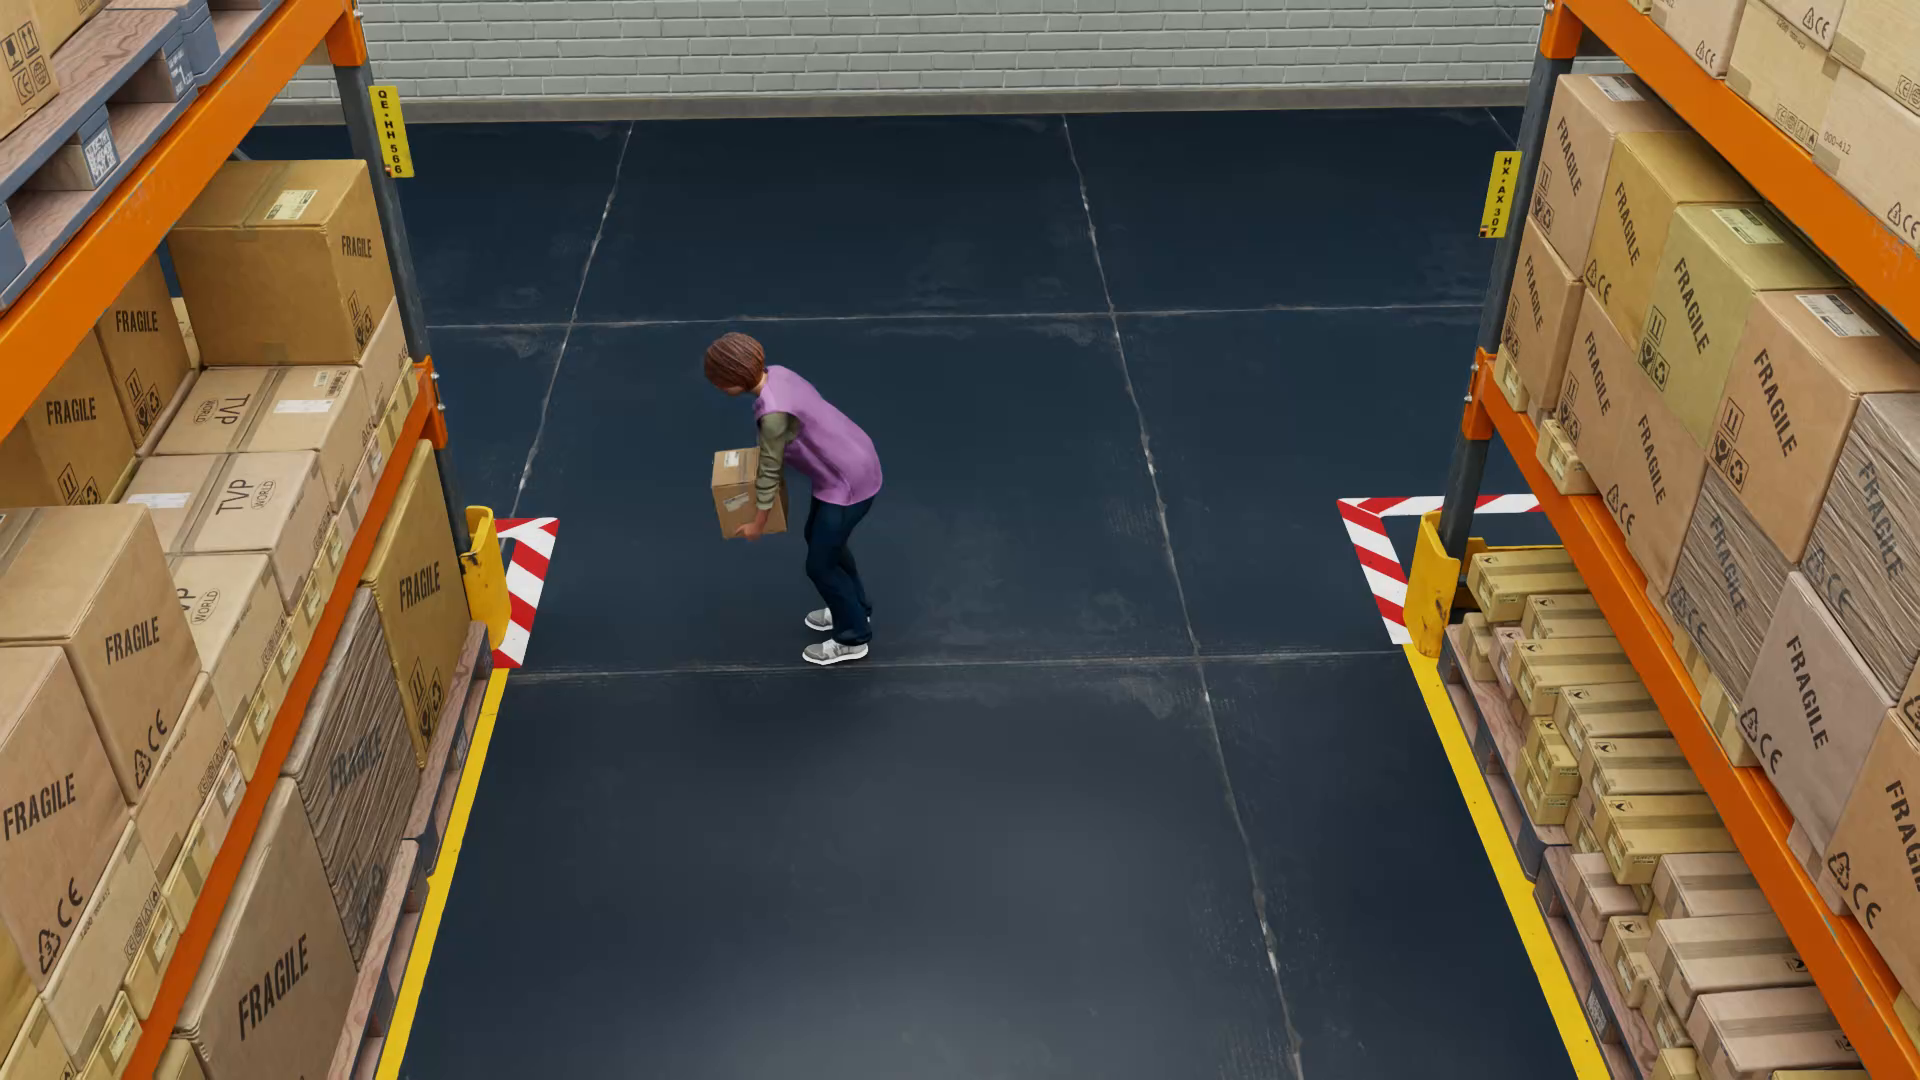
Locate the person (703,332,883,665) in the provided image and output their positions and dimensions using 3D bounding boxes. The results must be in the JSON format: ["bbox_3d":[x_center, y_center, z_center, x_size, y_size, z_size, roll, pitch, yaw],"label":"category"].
[{"bbox_3d":[-0.623,-0.159,6.513,0.646,1.444,0.380,-2,36,-3],"label":"person"}]
